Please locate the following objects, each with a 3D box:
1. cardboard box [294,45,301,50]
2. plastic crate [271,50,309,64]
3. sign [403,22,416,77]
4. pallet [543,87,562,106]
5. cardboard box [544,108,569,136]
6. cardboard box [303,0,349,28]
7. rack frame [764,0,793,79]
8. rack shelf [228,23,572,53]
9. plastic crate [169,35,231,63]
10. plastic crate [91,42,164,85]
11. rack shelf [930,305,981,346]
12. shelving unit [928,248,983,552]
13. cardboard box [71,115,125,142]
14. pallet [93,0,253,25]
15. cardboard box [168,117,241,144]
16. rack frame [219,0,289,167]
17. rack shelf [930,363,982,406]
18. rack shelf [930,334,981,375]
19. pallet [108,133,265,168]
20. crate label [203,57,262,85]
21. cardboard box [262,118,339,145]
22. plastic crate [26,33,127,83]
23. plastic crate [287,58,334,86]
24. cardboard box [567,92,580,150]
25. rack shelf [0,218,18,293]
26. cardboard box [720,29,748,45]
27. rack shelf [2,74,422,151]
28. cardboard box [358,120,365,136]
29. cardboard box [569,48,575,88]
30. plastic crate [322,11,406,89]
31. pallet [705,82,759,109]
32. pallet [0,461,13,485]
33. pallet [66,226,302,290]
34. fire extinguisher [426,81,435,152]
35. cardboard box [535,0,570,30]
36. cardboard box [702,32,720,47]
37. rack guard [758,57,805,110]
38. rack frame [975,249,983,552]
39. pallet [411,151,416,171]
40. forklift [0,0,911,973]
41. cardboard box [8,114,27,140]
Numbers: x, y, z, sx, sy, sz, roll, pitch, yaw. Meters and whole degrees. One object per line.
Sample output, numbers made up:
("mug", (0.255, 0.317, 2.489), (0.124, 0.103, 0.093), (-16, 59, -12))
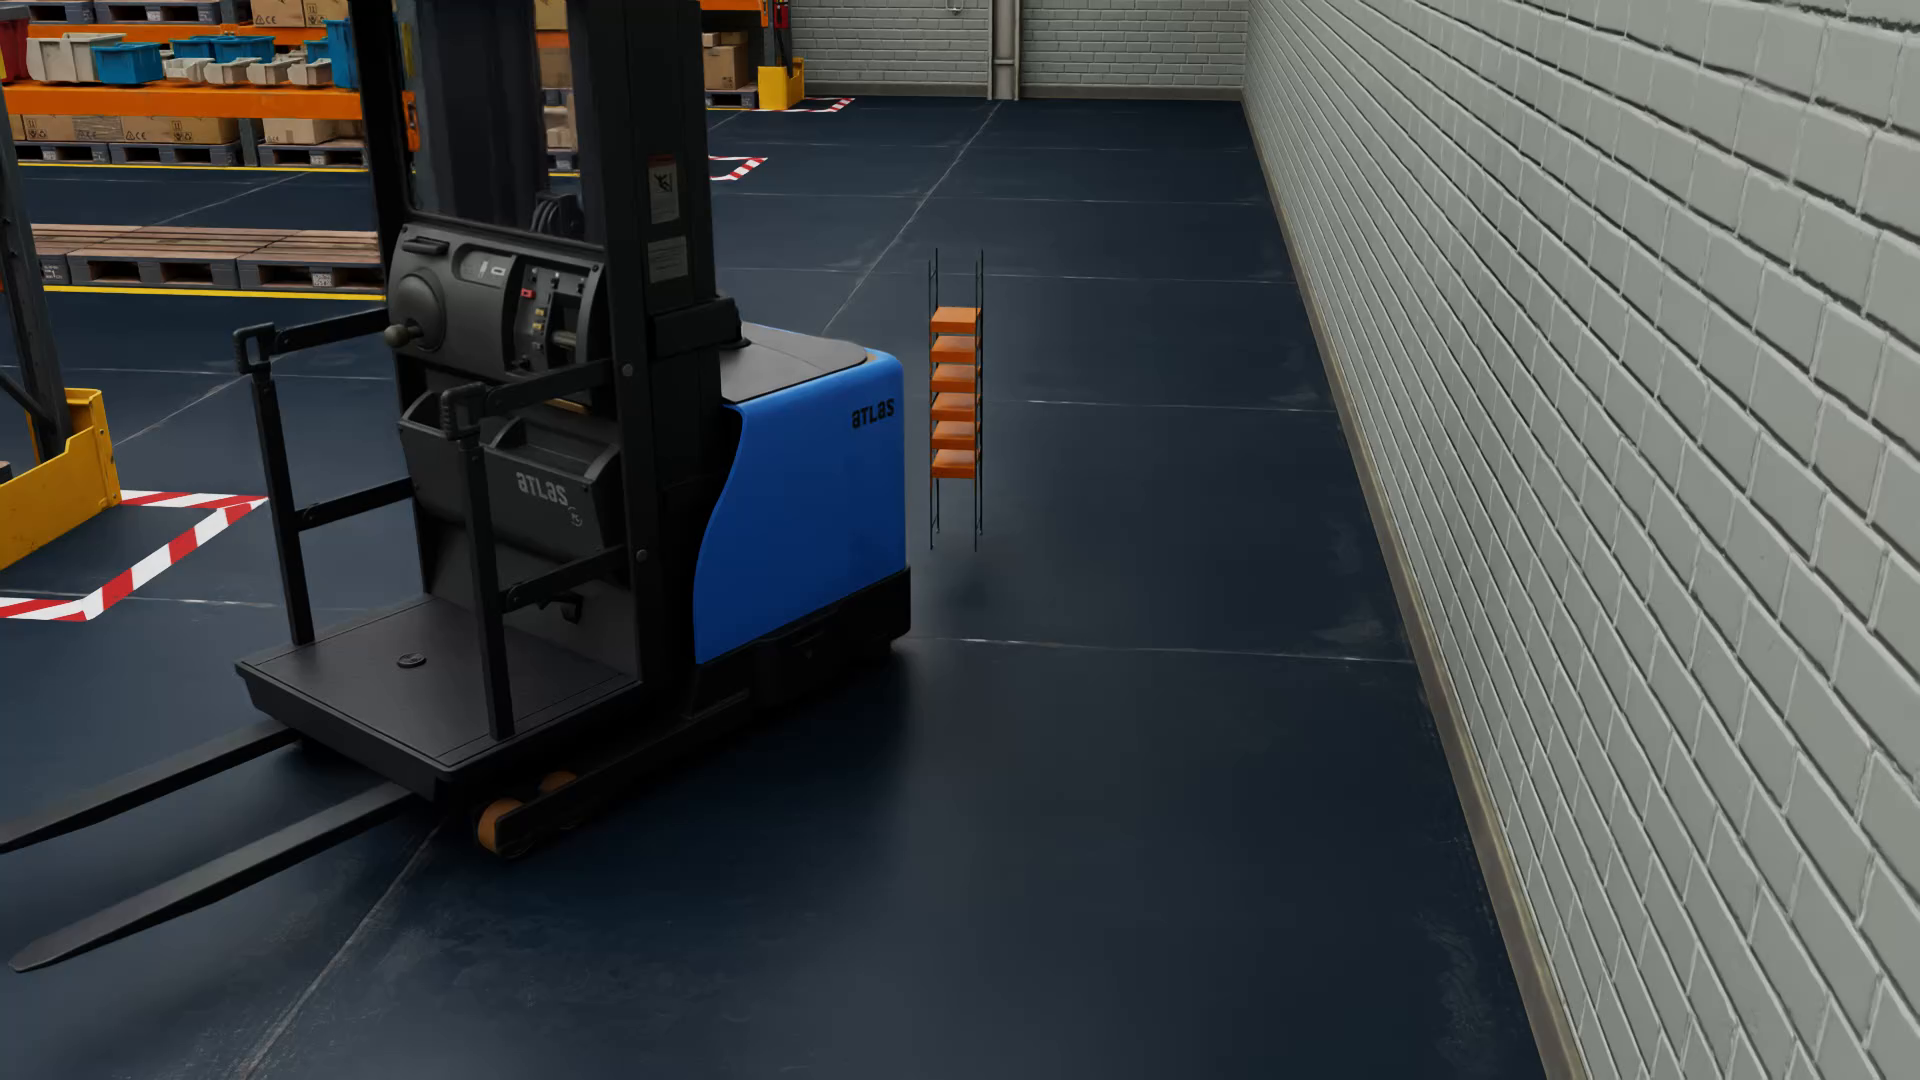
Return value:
("cardboard box", (-8.583, -6.226, 20.960), (0.750, 0.750, 0.750), (2, 22, 6))
("plastic crate", (-4.578, -3.297, 11.475), (0.298, 0.136, 0.250), (2, 22, 6))
("sign", (-3.437, -3.061, 10.381), (0.005, 0.325, 0.100), (2, 22, 6))
("pallet", (-5.449, -5.619, 20.865), (1.213, 0.211, 1.003), (2, 22, 6))
("cardboard box", (-3.805, -4.070, 16.296), (0.500, 0.250, 0.500), (2, 22, 6))
("cardboard box", (-5.791, -5.072, 15.554), (0.500, 0.500, 0.500), (3, 22, 7))
("rack frame", (-2.223, -6.804, 20.070), (0.127, 3.000, 1.000), (2, 22, 6))
("rack shelf", (-4.788, -4.747, 15.846), (4.000, 0.370, 1.077), (2, 22, 6))
("plastic crate", (-5.201, -3.338, 11.449), (0.300, 0.233, 0.416), (2, 22, 6))
("plastic crate", (-5.458, -3.132, 10.929), (0.300, 0.233, 0.416), (2, 22, 6))
("rack shelf", (-0.014, -0.852, 6.605), (0.180, 0.103, 0.258), (2, 22, 6))
("shelving unit", (-0.014, -0.559, 6.721), (0.189, 1.200, 0.258), (2, 22, 6))
("cardboard box", (-8.286, -4.174, 16.218), (0.500, 0.500, 0.500), (3, 22, 7))
("pallet", (-7.555, -5.154, 16.156), (1.213, 0.211, 1.003), (2, 22, 6))
("cardboard box", (-7.298, -4.127, 16.101), (0.500, 0.500, 0.500), (2, 22, 6))
("rack frame", (-6.774, -5.168, 15.933), (0.127, 3.000, 1.000), (2, 22, 6))
("rack shelf", (-0.014, -0.629, 6.693), (0.180, 0.103, 0.258), (2, 22, 6))
("rack shelf", (-0.014, -0.740, 6.649), (0.180, 0.103, 0.258), (2, 22, 6))
("pallet", (-7.587, -3.893, 16.500), (1.213, 0.211, 1.003), (2, 22, 6))
("crate label", (-4.785, -3.082, 10.934), (0.243, 0.136, 0.396), (2, 22, 6))
("cardboard box", (-6.383, -4.025, 16.101), (0.500, 0.311, 0.500), (2, 22, 6))
("plastic crate", (-5.866, -3.200, 11.032), (0.530, 0.282, 0.437), (2, 22, 6))
("plastic crate", (-4.220, -3.061, 10.881), (0.243, 0.136, 0.396), (2, 22, 6))
("cardboard box", (-3.371, -3.971, 15.706), (0.500, 0.500, 0.500), (2, 22, 6))
("rack shelf", (-5.958, -1.131, 6.698), (4.000, 0.370, 1.077), (2, 22, 6))
("cardboard box", (-2.782, -6.200, 20.489), (0.250, 0.149, 0.380), (3, 22, 7))
("rack shelf", (-5.375, -2.939, 11.272), (4.000, 0.370, 1.077), (2, 22, 6))
("cardboard box", (-5.796, -4.132, 16.590), (0.250, 0.149, 0.380), (2, 22, 6))
("cardboard box", (-4.457, -5.894, 20.598), (0.500, 0.500, 0.700), (3, 22, 8))
("plastic crate", (-3.743, -3.178, 10.768), (0.499, 0.435, 0.616), (2, 22, 6))
("pallet", (-3.026, -5.513, 20.598), (1.213, 0.211, 1.003), (2, 22, 6))
("pallet", (-4.775, -0.088, 6.875), (1.213, 0.211, 1.003), (2, 22, 6))
("pallet", (-5.411, -1.994, 11.696), (1.213, 0.211, 1.003), (2, 22, 6))
("fire extinguisher", (-3.292, -2.805, 10.568), (0.183, 0.674, 0.296), (2, 22, 6))
("cardboard box", (-3.794, -4.983, 15.328), (0.500, 0.500, 0.500), (3, 22, 7))
("cardboard box", (-3.079, -6.071, 20.163), (0.250, 0.149, 0.380), (2, 22, 6))
("rack guard", (-2.199, -5.641, 20.527), (0.348, 0.500, 1.175), (2, 22, 6))
("rack frame", (0.076, -0.555, 6.711), (0.006, 1.200, 0.240), (2, 22, 6))
("pallet", (-4.878, -3.790, 16.238), (1.213, 0.211, 1.003), (2, 22, 6))
("forklift", (-1.484, -0.675, 4.660), (1.130, 2.935, 3.031), (16, 27, 35))
("cardboard box", (-9.310, -4.215, 16.324), (0.500, 0.500, 0.500), (2, 22, 6))
